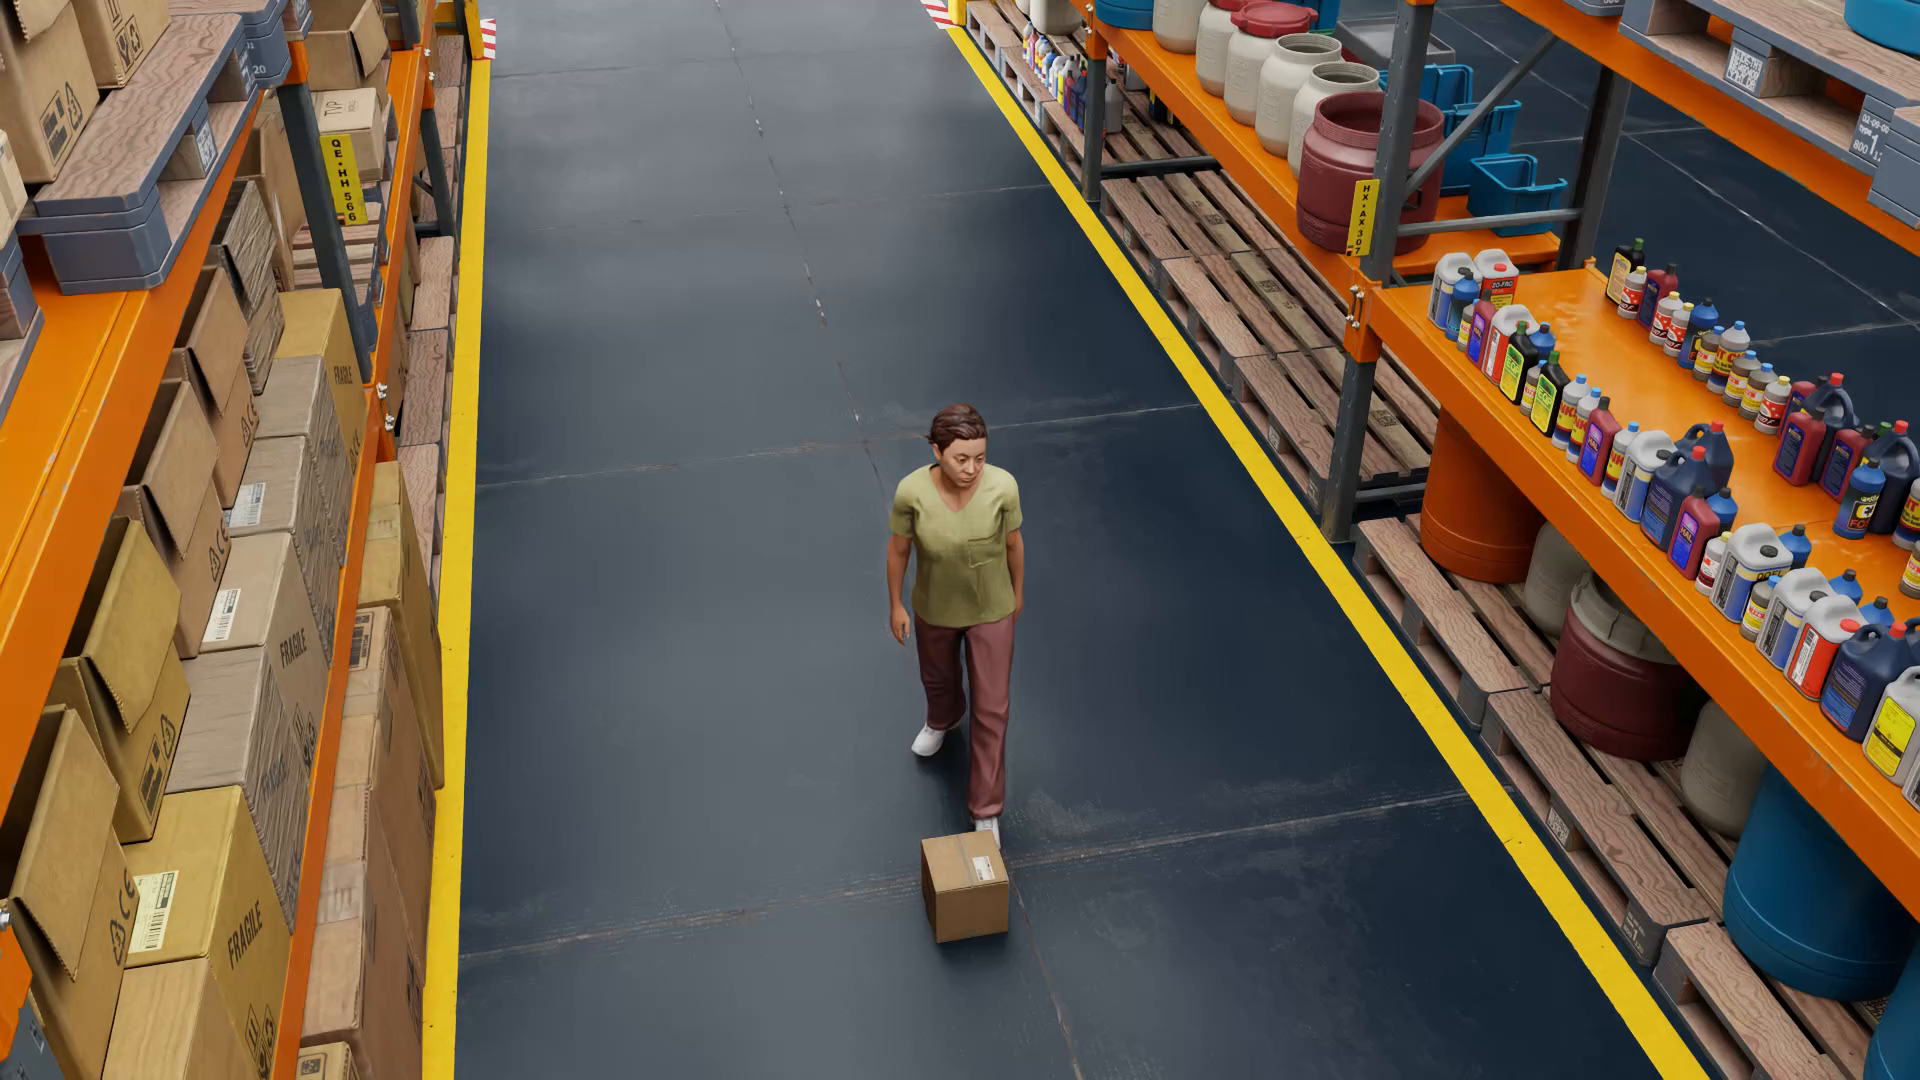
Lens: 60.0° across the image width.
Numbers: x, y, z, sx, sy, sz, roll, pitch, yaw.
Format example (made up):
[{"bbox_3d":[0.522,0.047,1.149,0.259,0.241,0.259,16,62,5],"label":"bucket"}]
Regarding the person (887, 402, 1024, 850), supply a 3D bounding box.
[{"bbox_3d":[-0.022,0.250,5.770,0.468,1.651,0.803,3,35,5],"label":"person"}]
